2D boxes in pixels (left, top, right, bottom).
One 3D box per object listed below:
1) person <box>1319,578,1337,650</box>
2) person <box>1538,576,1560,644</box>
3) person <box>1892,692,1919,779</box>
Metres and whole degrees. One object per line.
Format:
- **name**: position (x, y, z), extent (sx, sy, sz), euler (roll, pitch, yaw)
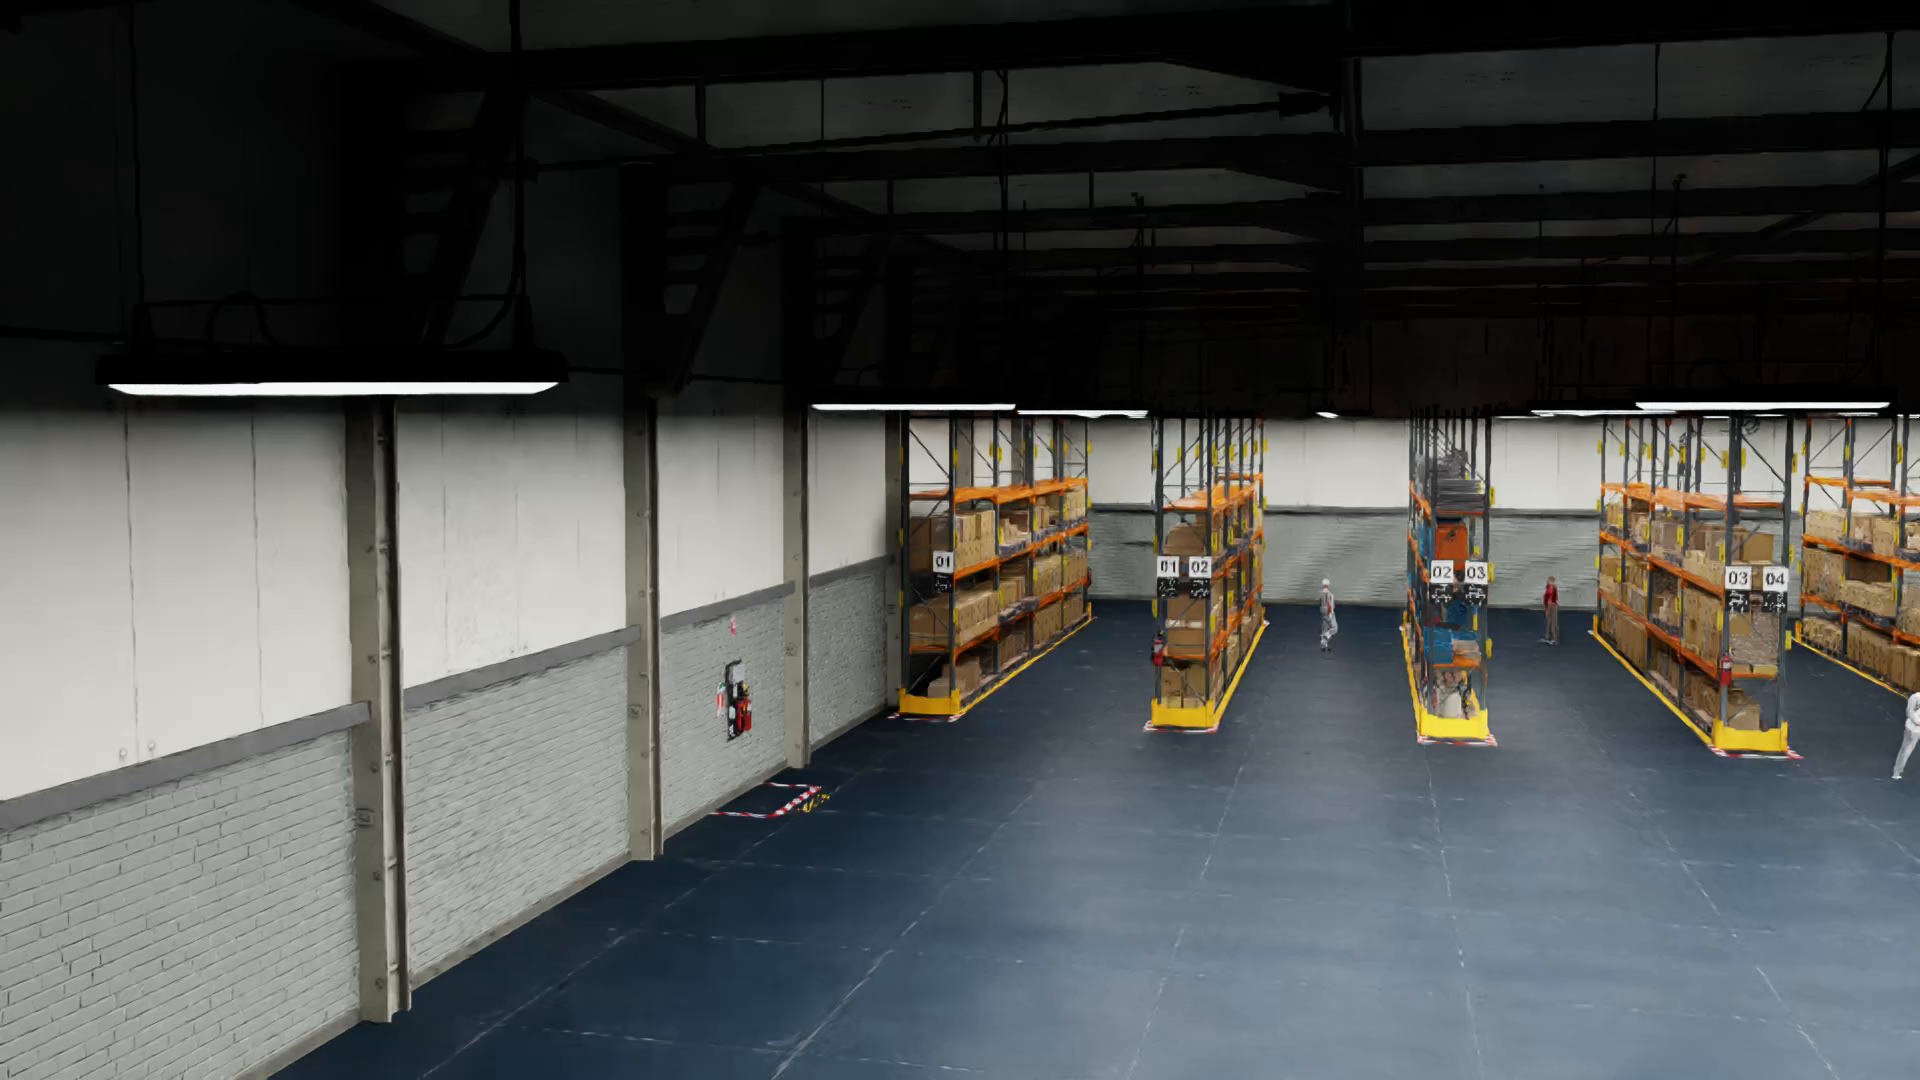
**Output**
- **person**: position (9.137, 1.854, 41.474), extent (0.444, 1.786, 0.598), euler (-1, 4, -10)
- **person**: position (15.140, 1.786, 42.675), extent (0.590, 1.720, 0.685), euler (2, 5, 26)
- **person**: position (15.168, 2.975, 26.251), extent (0.642, 1.707, 0.837), euler (0, 4, -3)
